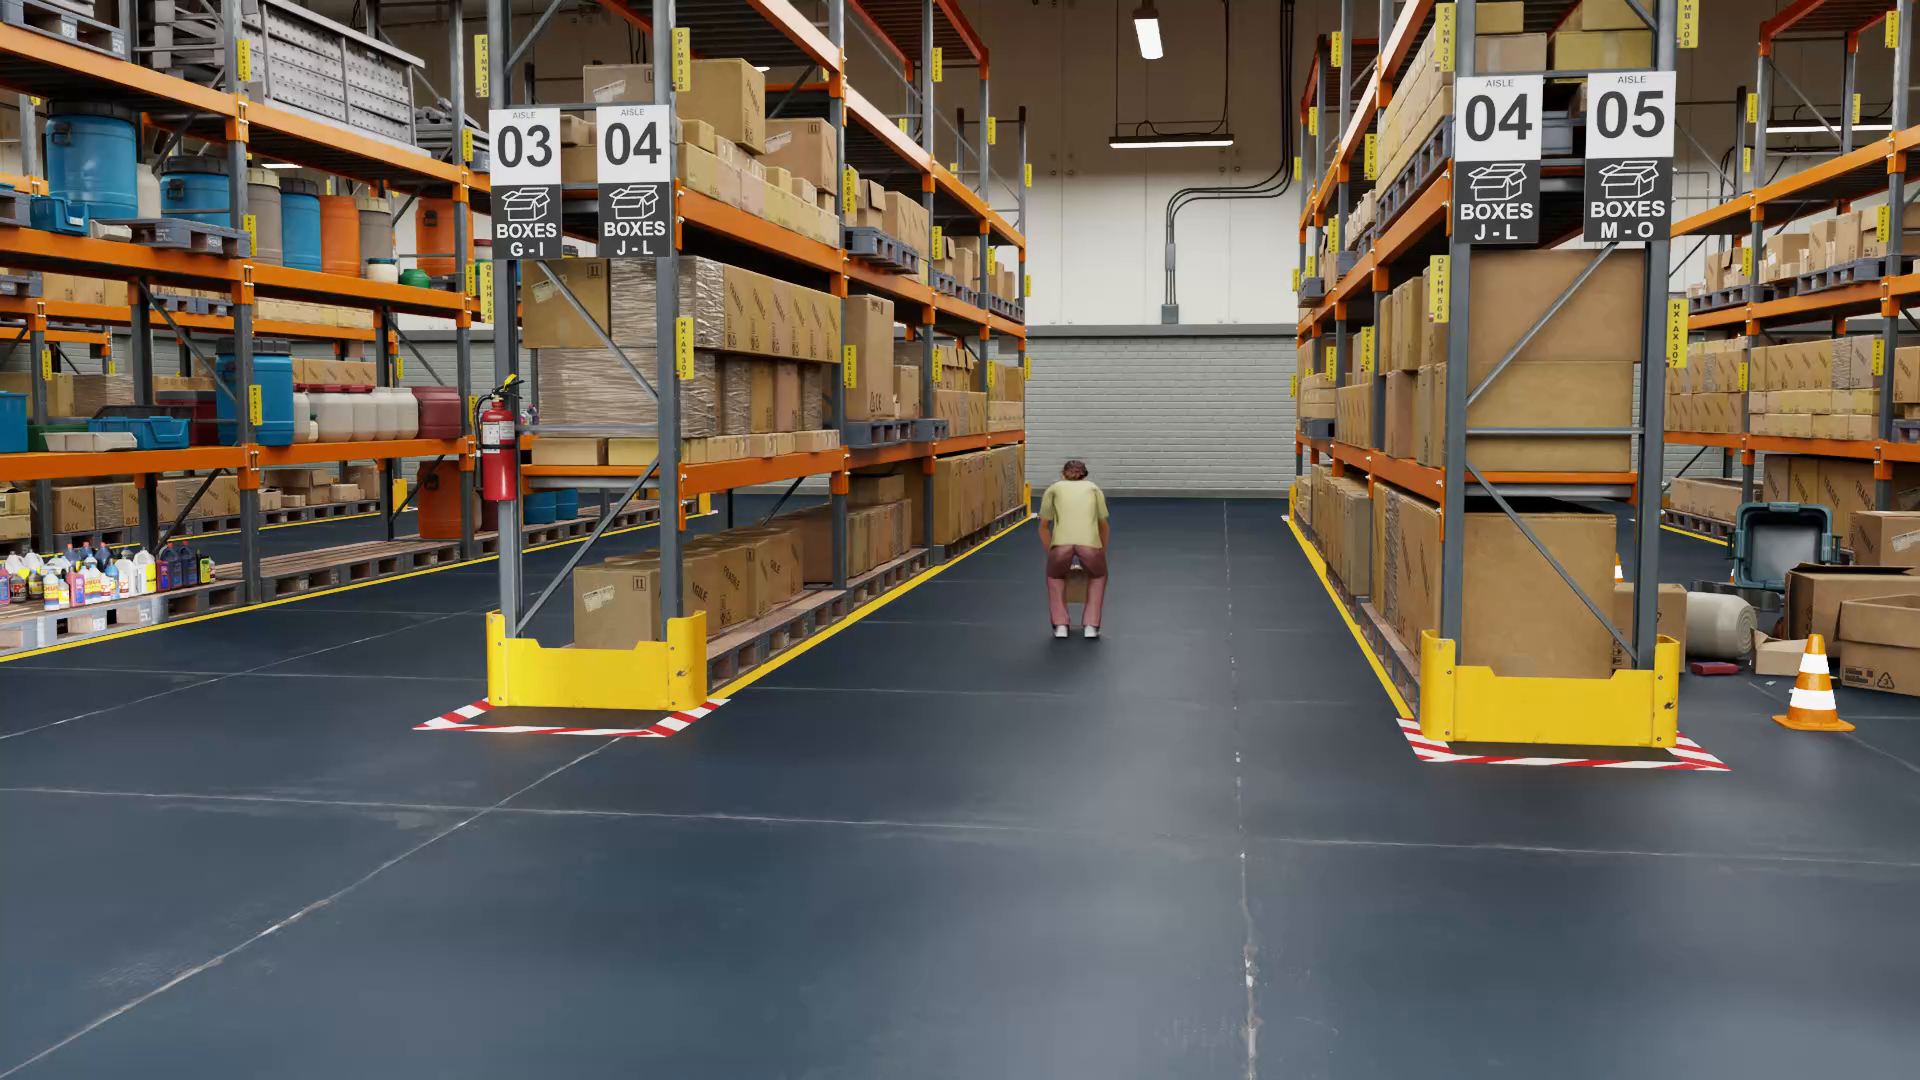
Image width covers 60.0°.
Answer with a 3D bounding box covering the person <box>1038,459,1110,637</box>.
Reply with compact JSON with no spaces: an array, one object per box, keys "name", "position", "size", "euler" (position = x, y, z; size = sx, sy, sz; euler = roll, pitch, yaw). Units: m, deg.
[{"name":"person","position":[0.802,0.057,11.851],"size":[0.511,1.250,0.704],"euler":[1,5,9]}]
